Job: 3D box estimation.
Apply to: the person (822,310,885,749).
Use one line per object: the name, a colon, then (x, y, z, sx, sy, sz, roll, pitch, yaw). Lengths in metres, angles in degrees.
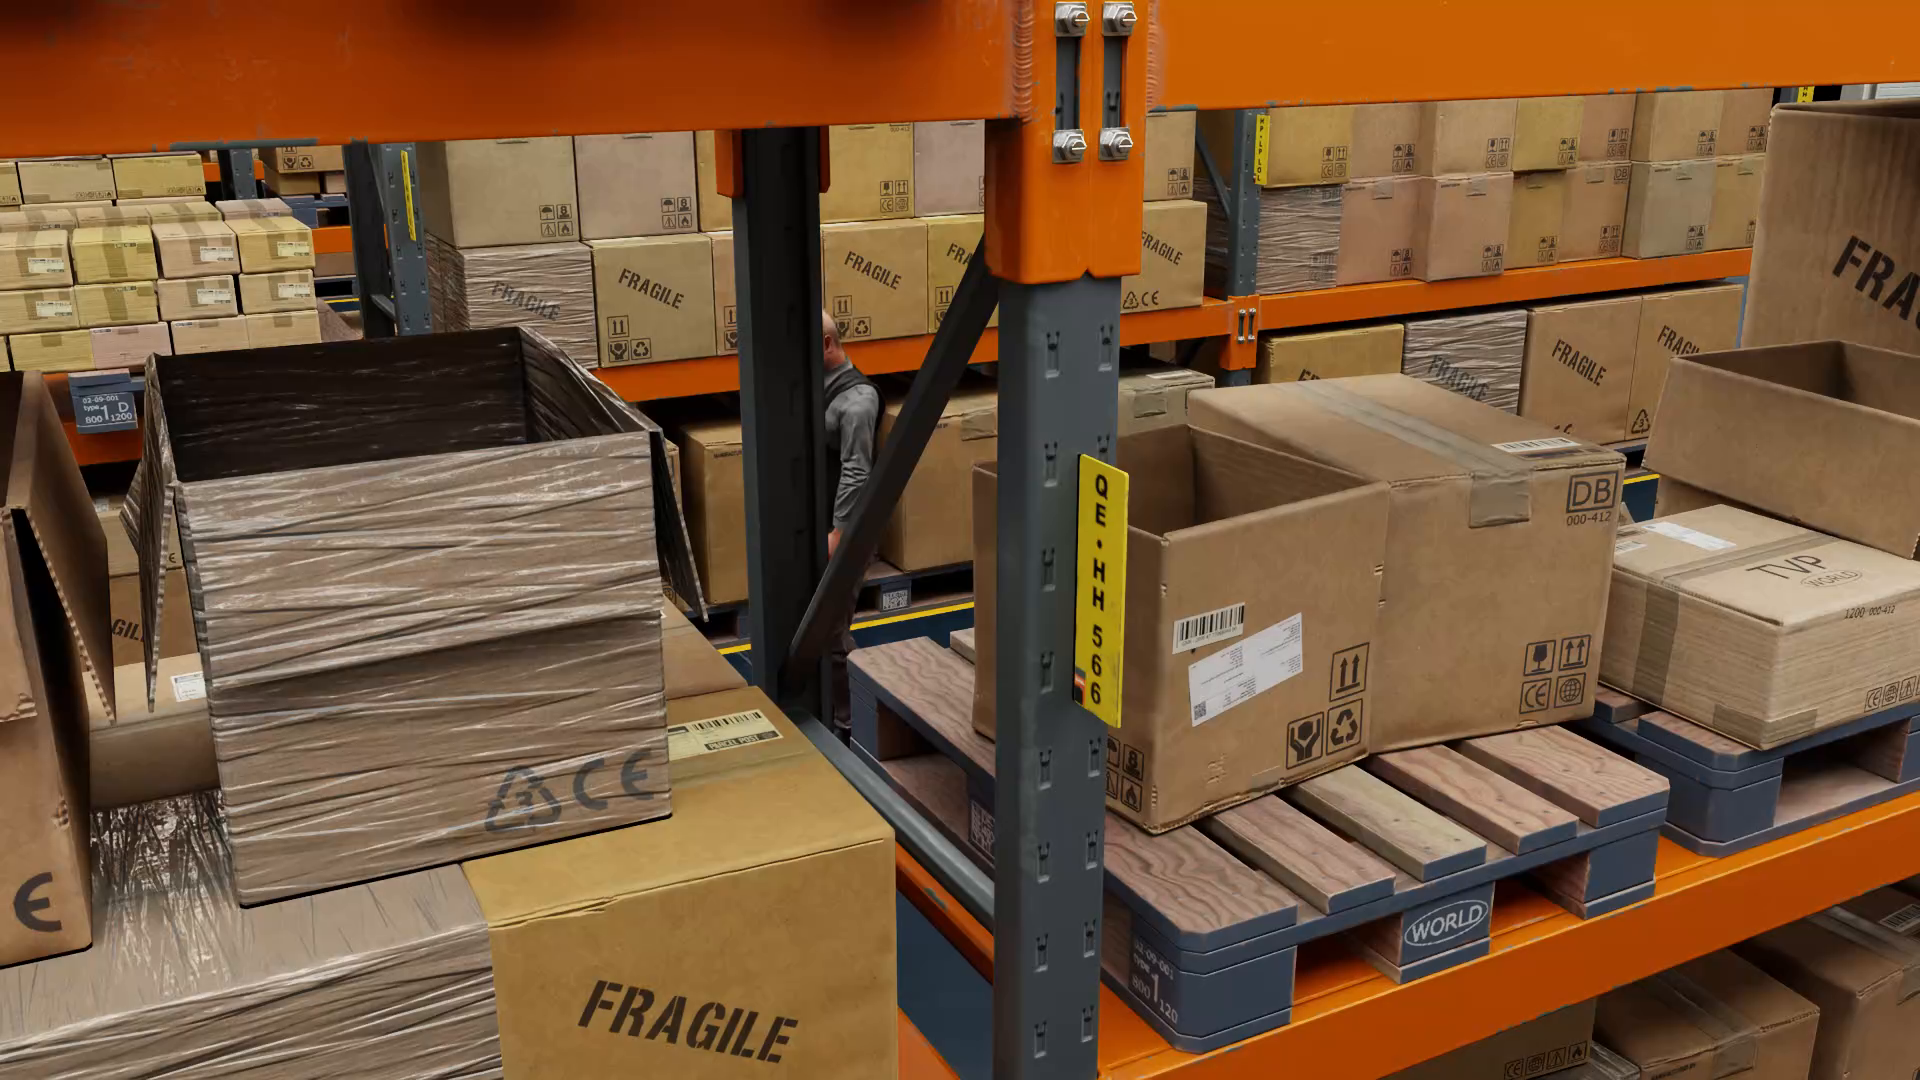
person: (-0.483, -0.036, 6.257, 0.385, 1.697, 0.546, -9, 20, -26)
